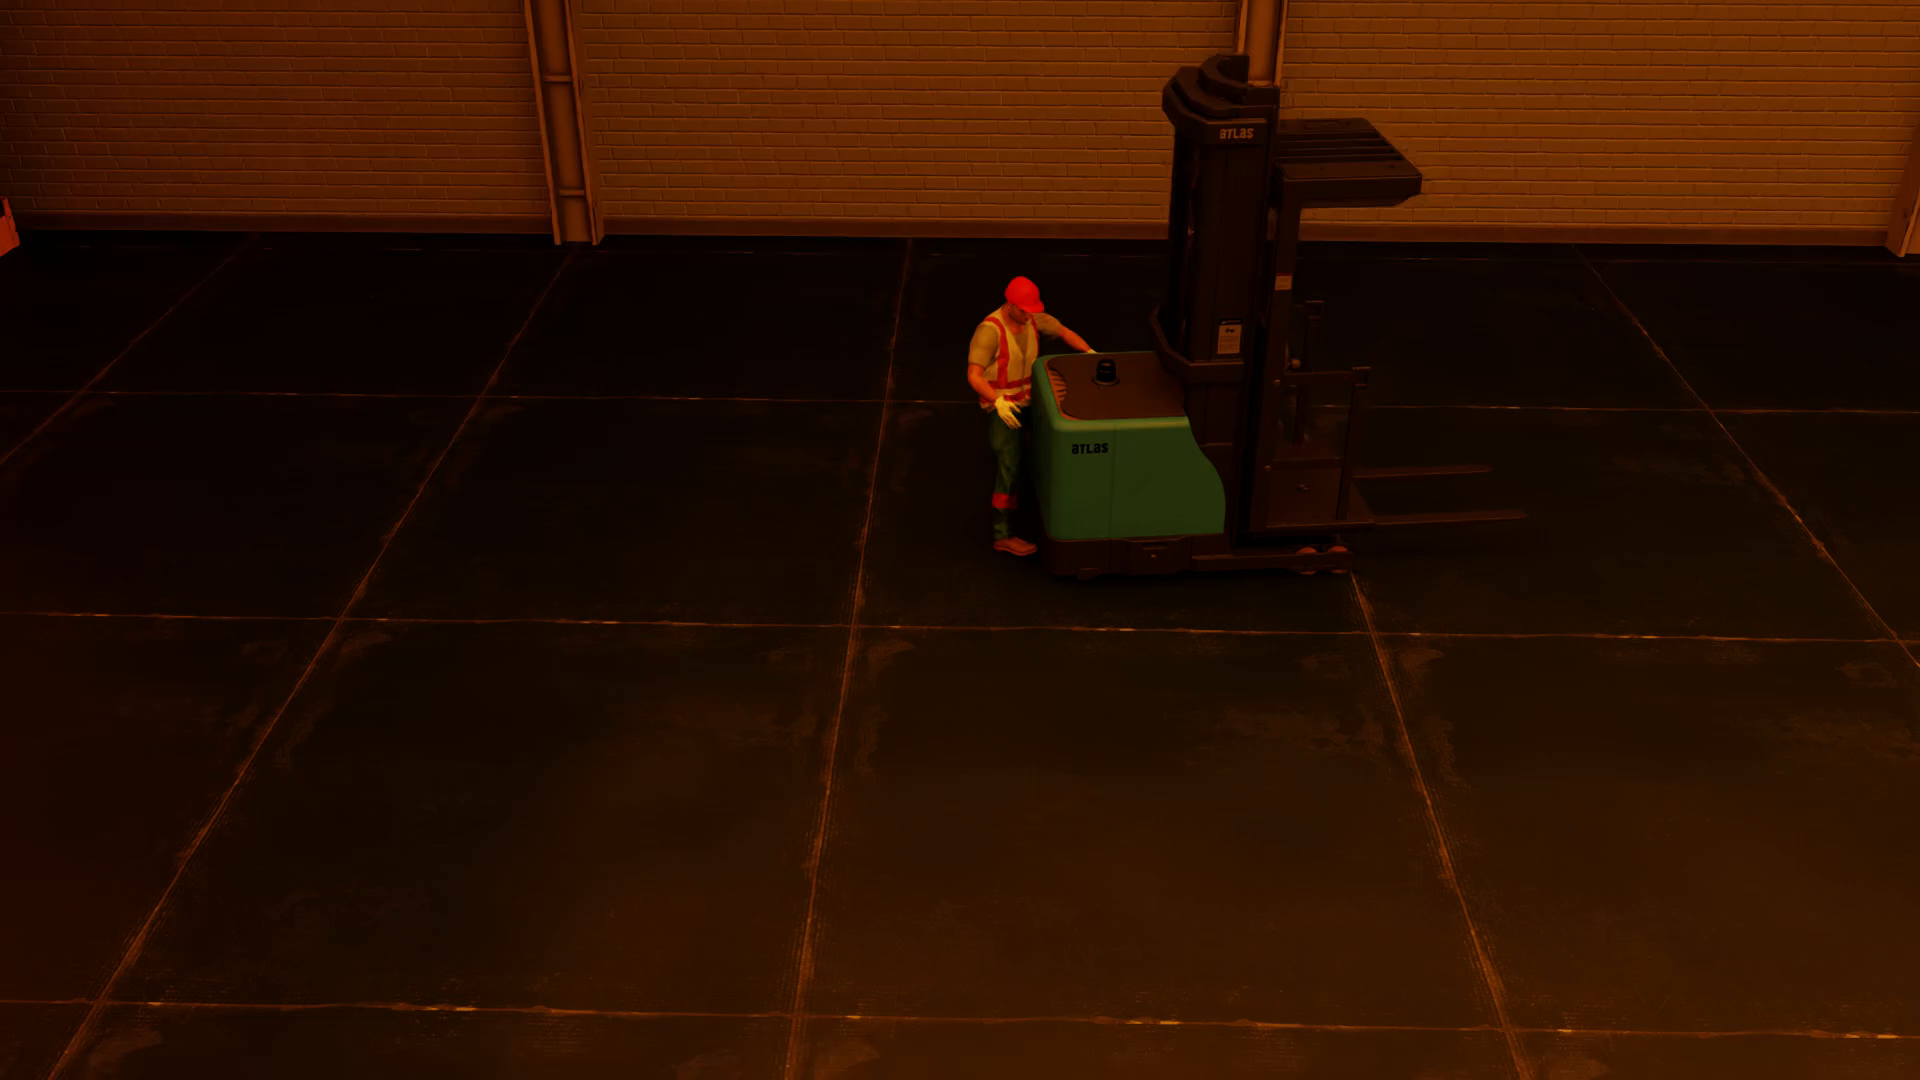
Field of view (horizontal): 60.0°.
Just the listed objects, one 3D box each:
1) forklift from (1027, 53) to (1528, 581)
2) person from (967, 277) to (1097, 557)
[{"bbox_3d":[1.983,-1.315,9.845,3.031,2.935,1.130,-3,31,-4],"label":"forklift"},{"bbox_3d":[0.466,-0.897,10.471,1.159,1.589,1.003,-25,39,-36],"label":"person"}]
